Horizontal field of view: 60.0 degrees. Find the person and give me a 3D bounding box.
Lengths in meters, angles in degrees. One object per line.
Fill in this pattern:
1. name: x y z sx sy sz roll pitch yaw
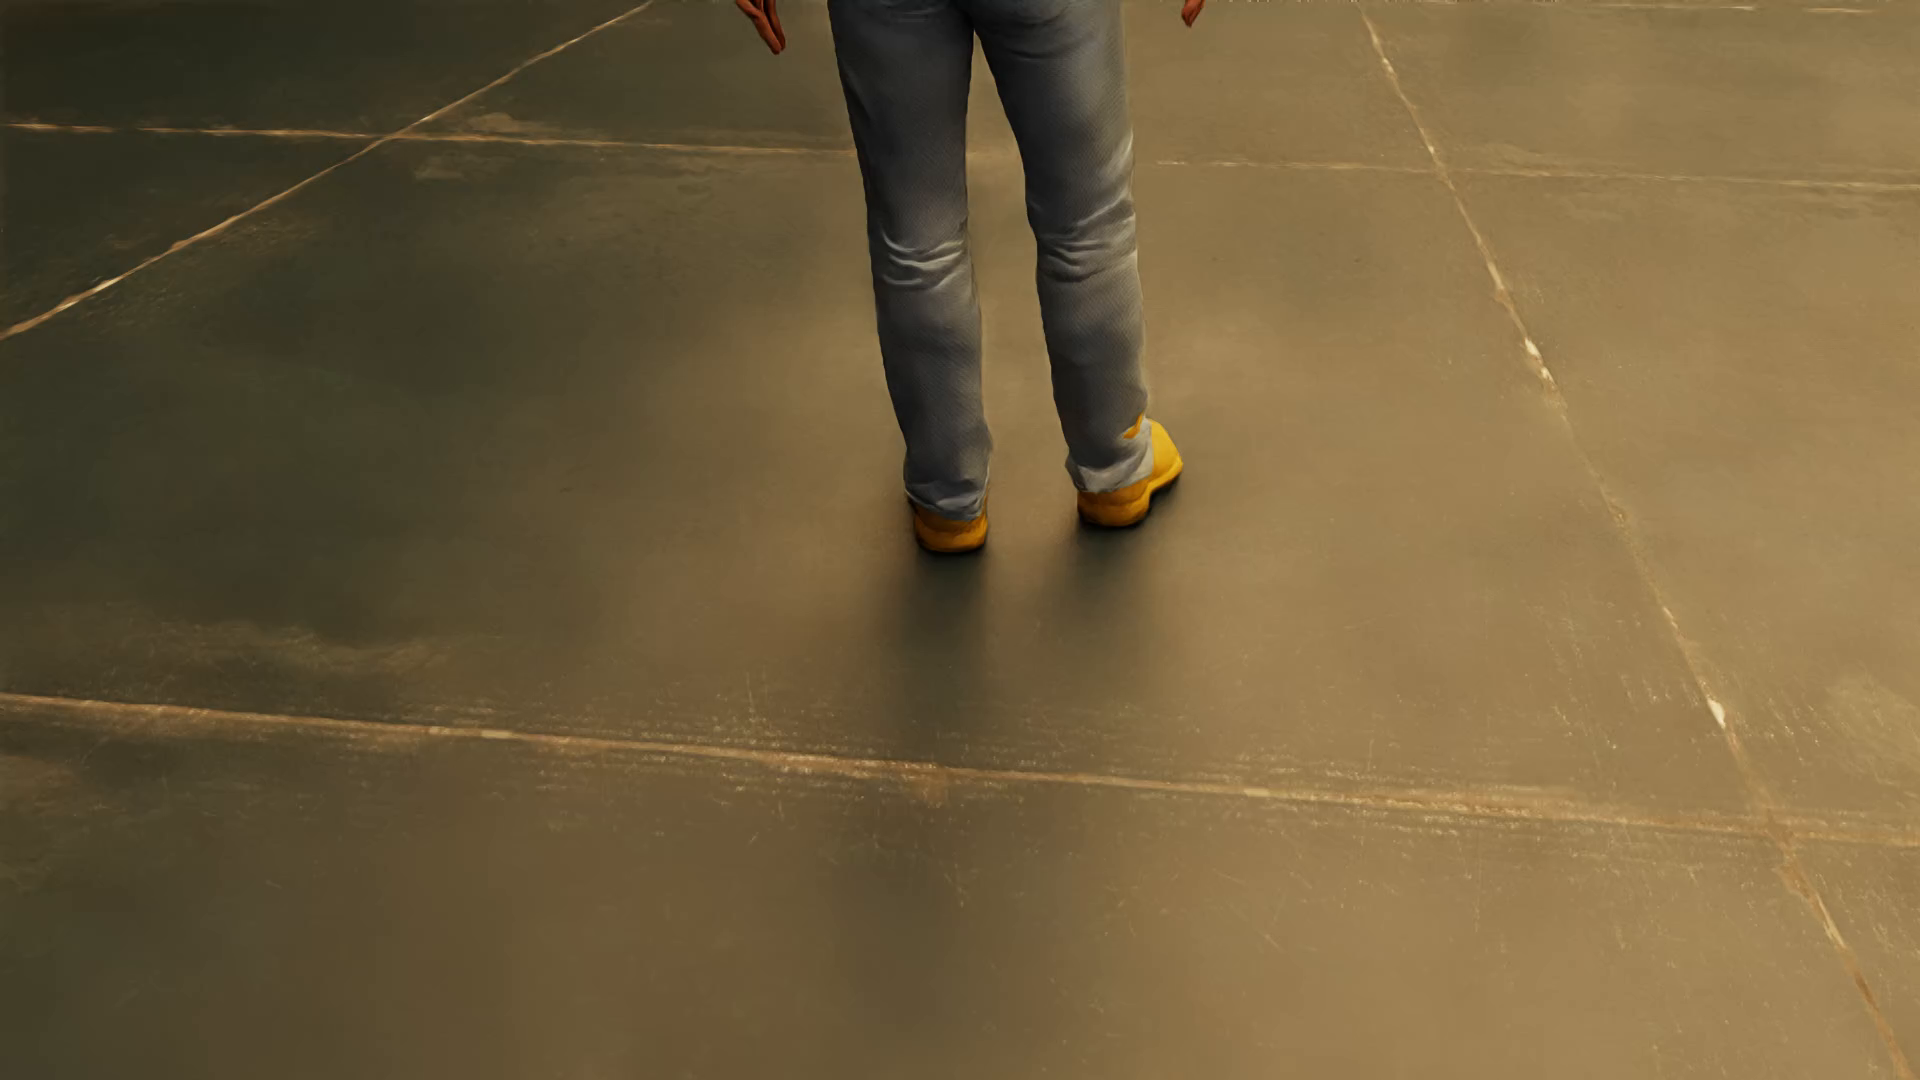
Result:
1. person: 0.015 -0.827 2.164 0.665 1.766 0.576 3 27 7
